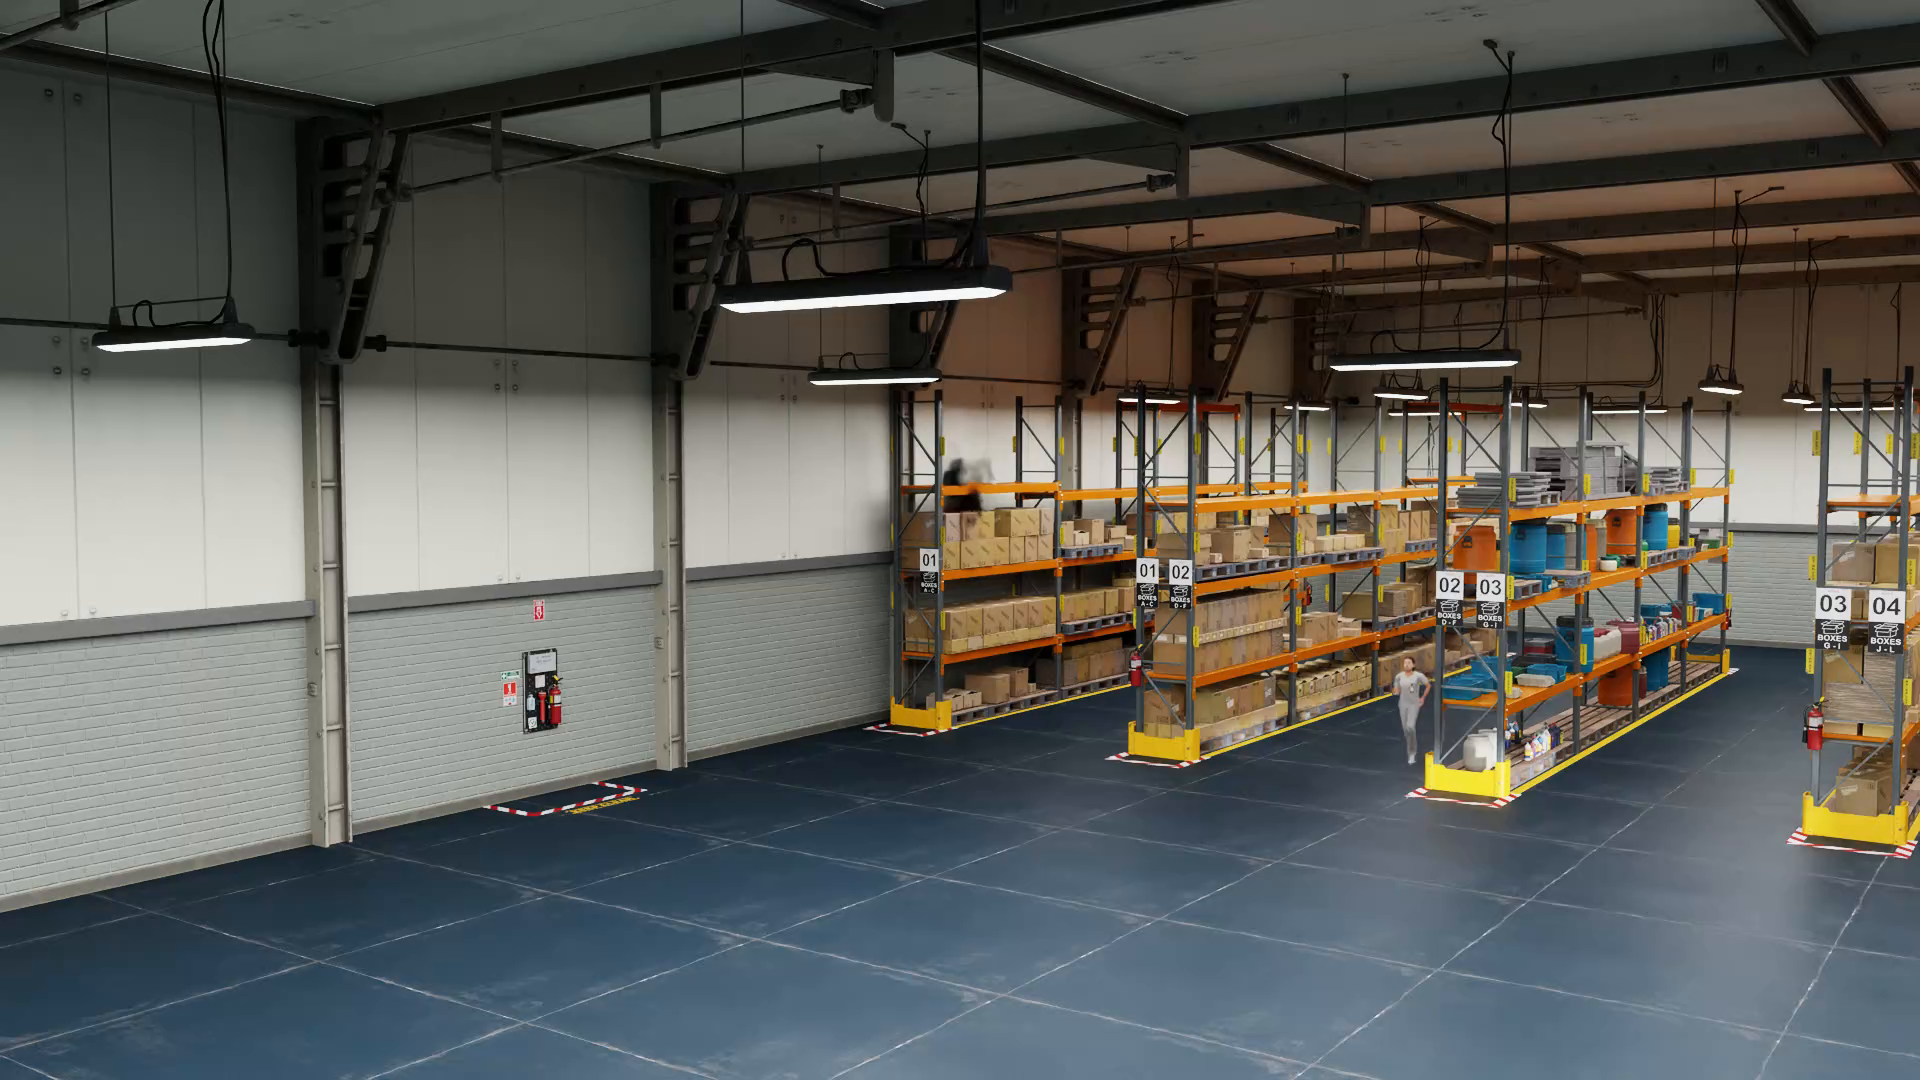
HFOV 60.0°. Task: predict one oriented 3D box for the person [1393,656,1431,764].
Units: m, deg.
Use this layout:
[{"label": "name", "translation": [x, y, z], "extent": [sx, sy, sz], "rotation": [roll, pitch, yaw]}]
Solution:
[{"label": "person", "translation": [7.139, 2.690, 26.405], "extent": [0.542, 1.710, 0.731], "rotation": [2, 4, 36]}]
